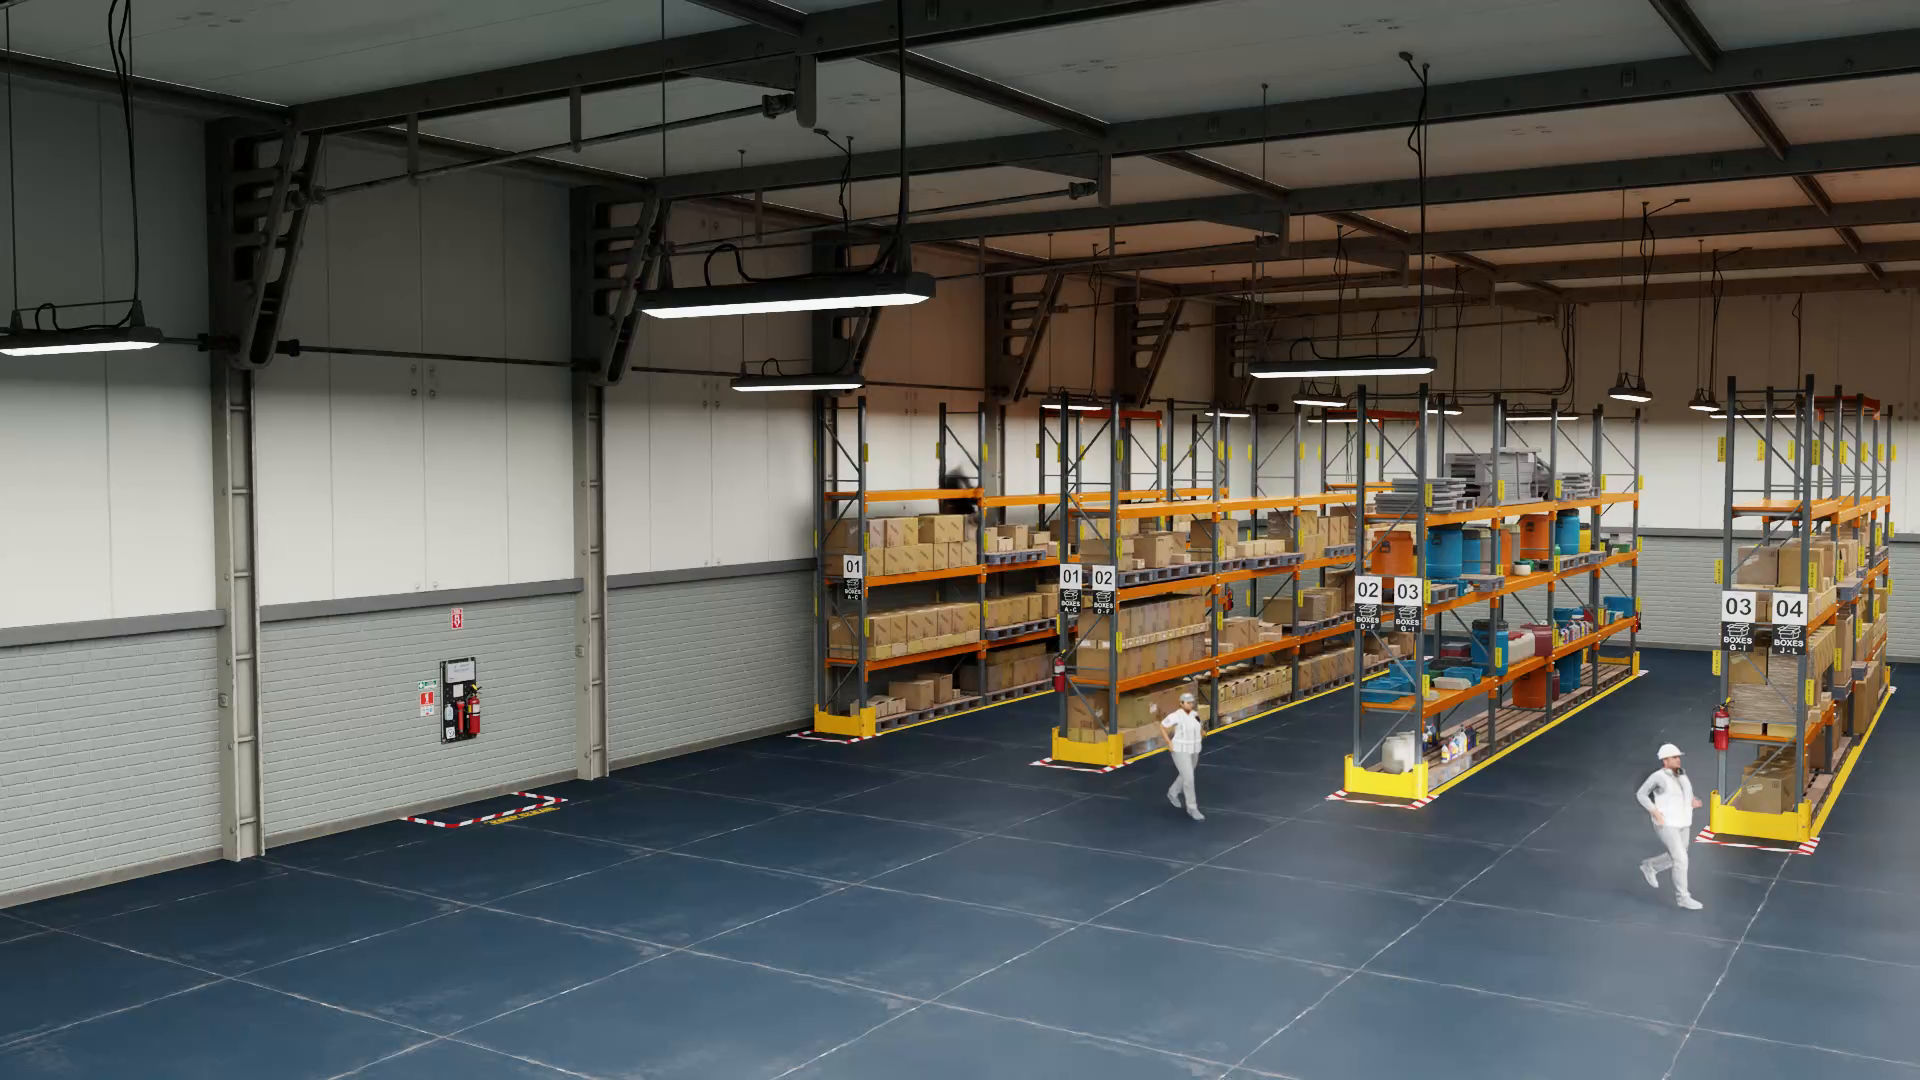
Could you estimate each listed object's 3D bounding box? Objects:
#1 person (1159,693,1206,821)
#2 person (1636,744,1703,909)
[{"bbox_3d":[3.114,2.950,22.952,0.594,1.689,0.895,-2,4,-36],"label":"person"},{"bbox_3d":[7.894,3.146,18.481,0.667,1.750,0.919,-2,3,-27],"label":"person"}]
